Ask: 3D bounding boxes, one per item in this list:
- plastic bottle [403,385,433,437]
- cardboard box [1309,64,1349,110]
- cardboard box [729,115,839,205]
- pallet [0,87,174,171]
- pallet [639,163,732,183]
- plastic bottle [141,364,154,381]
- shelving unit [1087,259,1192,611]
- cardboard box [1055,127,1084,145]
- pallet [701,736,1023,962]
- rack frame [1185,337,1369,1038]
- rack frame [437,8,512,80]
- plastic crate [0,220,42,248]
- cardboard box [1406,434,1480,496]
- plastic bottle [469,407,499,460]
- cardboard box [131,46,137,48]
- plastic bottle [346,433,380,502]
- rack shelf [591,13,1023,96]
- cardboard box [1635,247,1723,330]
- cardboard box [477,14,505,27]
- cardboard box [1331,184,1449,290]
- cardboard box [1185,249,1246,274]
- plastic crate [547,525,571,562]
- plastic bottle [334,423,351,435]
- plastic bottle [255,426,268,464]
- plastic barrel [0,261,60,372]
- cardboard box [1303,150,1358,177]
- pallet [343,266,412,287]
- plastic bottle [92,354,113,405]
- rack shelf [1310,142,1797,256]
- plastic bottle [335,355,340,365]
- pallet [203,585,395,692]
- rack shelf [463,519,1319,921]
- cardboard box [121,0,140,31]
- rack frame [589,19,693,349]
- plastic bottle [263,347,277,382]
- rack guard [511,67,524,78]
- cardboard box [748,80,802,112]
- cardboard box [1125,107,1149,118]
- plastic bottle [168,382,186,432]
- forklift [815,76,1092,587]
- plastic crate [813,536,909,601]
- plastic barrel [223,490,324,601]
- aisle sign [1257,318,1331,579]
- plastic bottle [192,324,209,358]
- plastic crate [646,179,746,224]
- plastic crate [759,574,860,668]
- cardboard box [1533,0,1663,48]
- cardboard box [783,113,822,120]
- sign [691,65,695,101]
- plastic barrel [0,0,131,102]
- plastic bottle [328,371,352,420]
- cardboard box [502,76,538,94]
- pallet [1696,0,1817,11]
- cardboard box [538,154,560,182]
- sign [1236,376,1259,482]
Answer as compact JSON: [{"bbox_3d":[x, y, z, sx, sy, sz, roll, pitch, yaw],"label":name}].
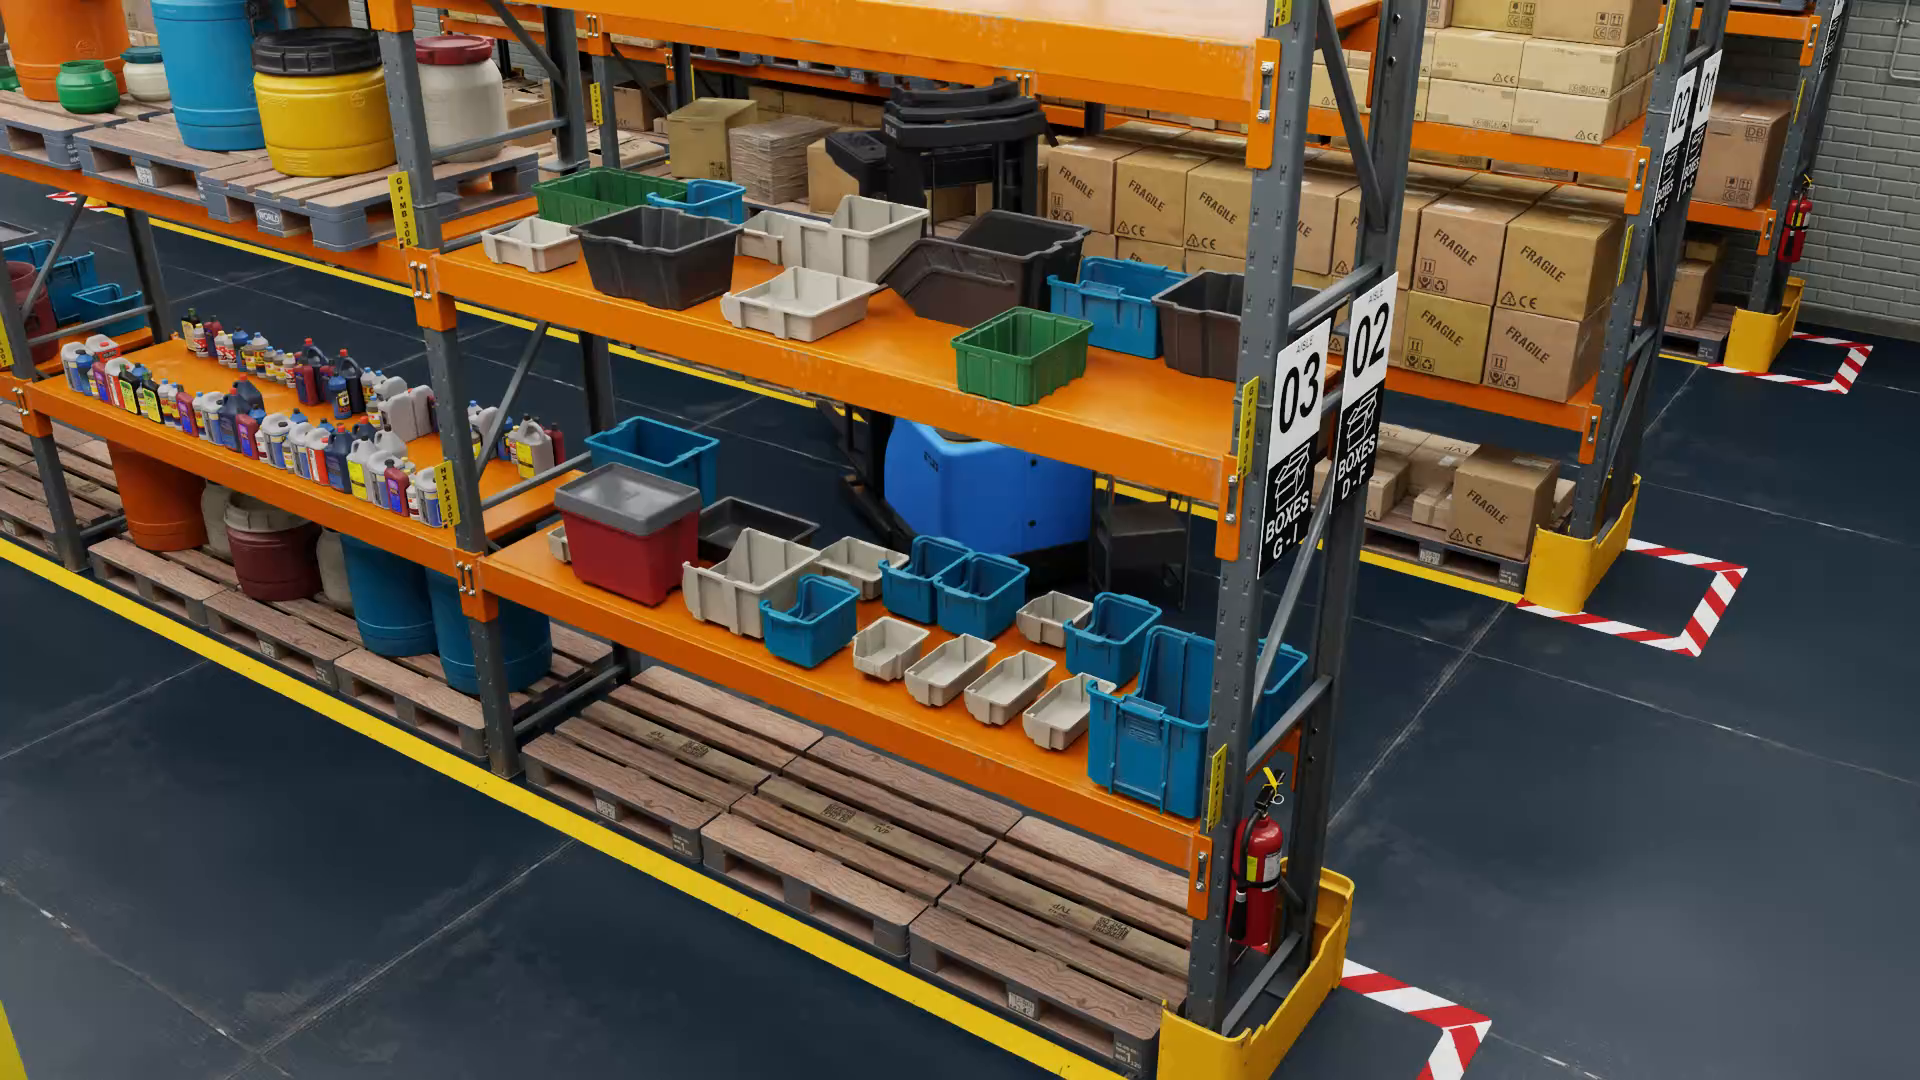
[{"bbox_3d":[-3.029,-0.736,9.301,0.135,0.276,0.152,17,32,30],"label":"plastic bottle"},{"bbox_3d":[2.204,-2.810,10.097,0.500,0.250,0.500,17,32,30],"label":"cardboard box"},{"bbox_3d":[-1.361,-2.977,12.992,0.700,0.500,0.500,-24,36,-39],"label":"cardboard box"},{"bbox_3d":[-4.822,-2.339,9.215,1.213,0.211,1.003,17,32,30],"label":"pallet"},{"bbox_3d":[-1.991,-2.937,13.700,1.003,0.211,1.213,17,32,30],"label":"pallet"},{"bbox_3d":[-4.787,-0.932,9.767,0.097,0.201,0.097,0,27,0],"label":"plastic bottle"},{"bbox_3d":[1.086,-0.569,9.827,0.503,2.100,0.431,-5,27,-10],"label":"shelving unit"},{"bbox_3d":[1.462,-3.787,17.066,0.750,0.750,0.750,17,32,30],"label":"cardboard box"},{"bbox_3d":[-0.462,1.437,7.967,1.213,0.211,1.003,17,32,30],"label":"pallet"},{"bbox_3d":[1.197,0.735,6.273,0.127,3.000,1.000,17,32,30],"label":"rack frame"},{"bbox_3d":[-6.382,-7.078,21.625,0.127,3.000,1.000,17,32,30],"label":"rack frame"},{"bbox_3d":[-6.556,-1.878,11.336,0.583,0.464,0.402,17,32,30],"label":"plastic crate"},{"bbox_3d":[3.305,-0.461,11.169,0.500,0.250,0.500,17,32,30],"label":"cardboard box"},{"bbox_3d":[-2.567,-0.593,9.018,0.135,0.276,0.152,17,32,30],"label":"plastic bottle"},{"bbox_3d":[-8.371,-5.012,17.455,0.500,0.500,0.700,18,32,32],"label":"cardboard box"},{"bbox_3d":[-3.043,-0.384,8.526,0.185,0.351,0.144,17,32,30],"label":"plastic bottle"},{"bbox_3d":[-0.941,-3.673,12.421,4.000,0.370,1.077,17,32,30],"label":"rack shelf"},{"bbox_3d":[6.173,-2.185,14.303,0.500,0.500,0.700,17,32,30],"label":"cardboard box"},{"bbox_3d":[-5.724,-6.648,20.923,0.500,0.250,0.500,16,31,29],"label":"cardboard box"},{"bbox_3d":[2.635,-1.879,10.196,0.500,0.500,0.500,18,32,32],"label":"cardboard box"},{"bbox_3d":[1.808,-1.696,10.939,0.500,0.500,0.500,17,32,30],"label":"cardboard box"},{"bbox_3d":[-1.797,-0.029,7.998,0.243,0.136,0.396,17,32,30],"label":"plastic crate"},{"bbox_3d":[-3.269,-0.490,8.822,0.097,0.271,0.097,0,27,0],"label":"plastic bottle"},{"bbox_3d":[-3.738,-0.521,8.960,0.097,0.201,0.097,0,27,0],"label":"plastic bottle"},{"bbox_3d":[-5.951,-1.386,10.291,0.708,0.536,0.600,17,32,30],"label":"plastic barrel"},{"bbox_3d":[2.524,-2.211,10.849,0.500,0.500,0.500,17,32,30],"label":"cardboard box"},{"bbox_3d":[-5.257,-2.780,16.255,1.213,0.211,1.003,17,32,30],"label":"pallet"},{"bbox_3d":[-4.978,-0.934,9.681,0.133,0.283,0.061,17,32,30],"label":"plastic bottle"},{"bbox_3d":[5.158,-3.162,14.724,4.000,0.370,1.077,17,32,30],"label":"rack shelf"},{"bbox_3d":[-3.618,-0.948,9.709,0.133,0.283,0.061,17,32,30],"label":"plastic bottle"},{"bbox_3d":[-3.722,0.423,9.959,1.213,0.211,1.003,17,32,30],"label":"pallet"},{"bbox_3d":[-0.451,0.542,7.446,4.000,0.370,1.077,17,32,30],"label":"rack shelf"},{"bbox_3d":[-8.326,-5.576,17.134,0.500,0.500,0.700,16,31,29],"label":"cardboard box"},{"bbox_3d":[-2.590,-3.171,13.947,0.127,3.000,1.000,17,32,30],"label":"rack frame"},{"bbox_3d":[-4.146,-1.066,10.031,0.097,0.201,0.097,0,27,0],"label":"plastic bottle"},{"bbox_3d":[-6.320,-5.944,22.153,0.348,0.500,1.175,17,32,30],"label":"rack guard"},{"bbox_3d":[-2.104,-5.172,19.325,0.500,0.250,0.500,17,31,29],"label":"cardboard box"},{"bbox_3d":[1.835,-4.290,16.401,0.250,0.149,0.380,18,32,32],"label":"cardboard box"},{"bbox_3d":[-4.382,-0.753,9.339,0.097,0.271,0.097,0,27,0],"label":"plastic bottle"},{"bbox_3d":[-0.197,-1.582,10.900,1.130,2.935,3.031,-11,29,-20],"label":"forklift"},{"bbox_3d":[-0.494,0.133,7.680,0.466,0.136,0.293,17,32,30],"label":"plastic crate"},{"bbox_3d":[-4.053,-0.023,9.958,0.708,0.588,0.600,17,32,30],"label":"plastic barrel"},{"bbox_3d":[1.091,-0.296,5.432,0.004,0.787,0.394,17,32,30],"label":"aisle sign"},{"bbox_3d":[-4.737,-1.250,10.393,0.097,0.201,0.097,0,27,0],"label":"plastic bottle"},{"bbox_3d":[-1.169,-1.440,7.425,0.300,0.233,0.416,17,32,30],"label":"plastic crate"},{"bbox_3d":[-0.641,0.351,7.146,0.300,0.233,0.416,17,32,30],"label":"plastic crate"},{"bbox_3d":[3.572,-3.069,9.228,0.500,0.500,0.700,17,32,30],"label":"cardboard box"},{"bbox_3d":[-1.617,-4.690,19.203,0.500,0.500,0.700,18,32,31],"label":"cardboard box"},{"bbox_3d":[-2.290,-3.857,14.106,0.005,0.325,0.100,17,32,30],"label":"sign"},{"bbox_3d":[-4.931,-2.888,9.149,0.708,0.830,0.600,17,32,30],"label":"plastic barrel"},{"bbox_3d":[-3.542,-0.830,9.490,0.097,0.271,0.097,0,27,0],"label":"plastic bottle"},{"bbox_3d":[-5.863,-5.864,21.720,0.500,0.311,0.500,14,30,25],"label":"cardboard box"},{"bbox_3d":[6.189,-4.453,13.258,1.213,0.211,1.003,17,32,30],"label":"pallet"},{"bbox_3d":[-3.487,-3.186,14.255,0.250,0.149,0.380,17,32,30],"label":"cardboard box"},{"bbox_3d":[0.899,-0.346,5.205,0.005,0.325,0.100,17,32,30],"label":"sign"}]
